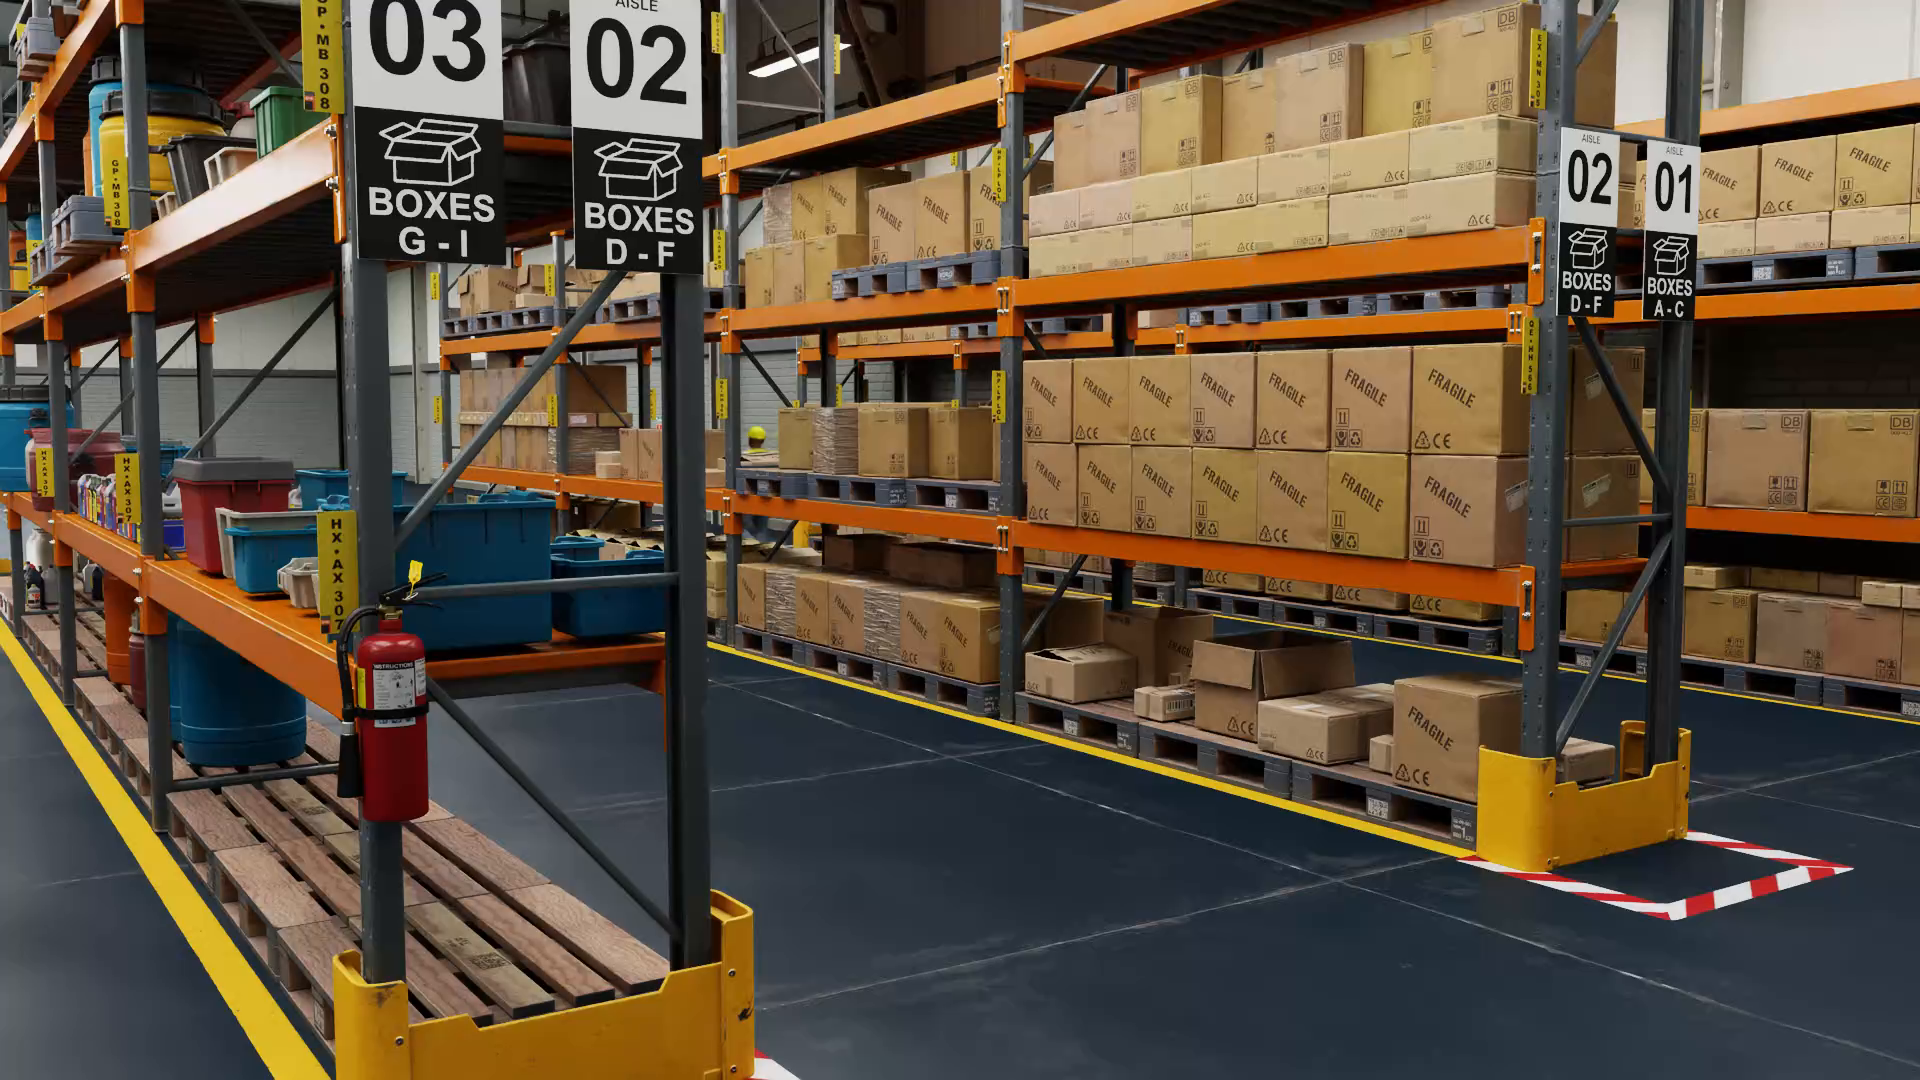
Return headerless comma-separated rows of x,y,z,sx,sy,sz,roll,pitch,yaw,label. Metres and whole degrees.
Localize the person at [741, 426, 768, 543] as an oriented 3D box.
-2.421,-0.469,19.692,0.578,1.753,0.527,-2,5,-23,person
